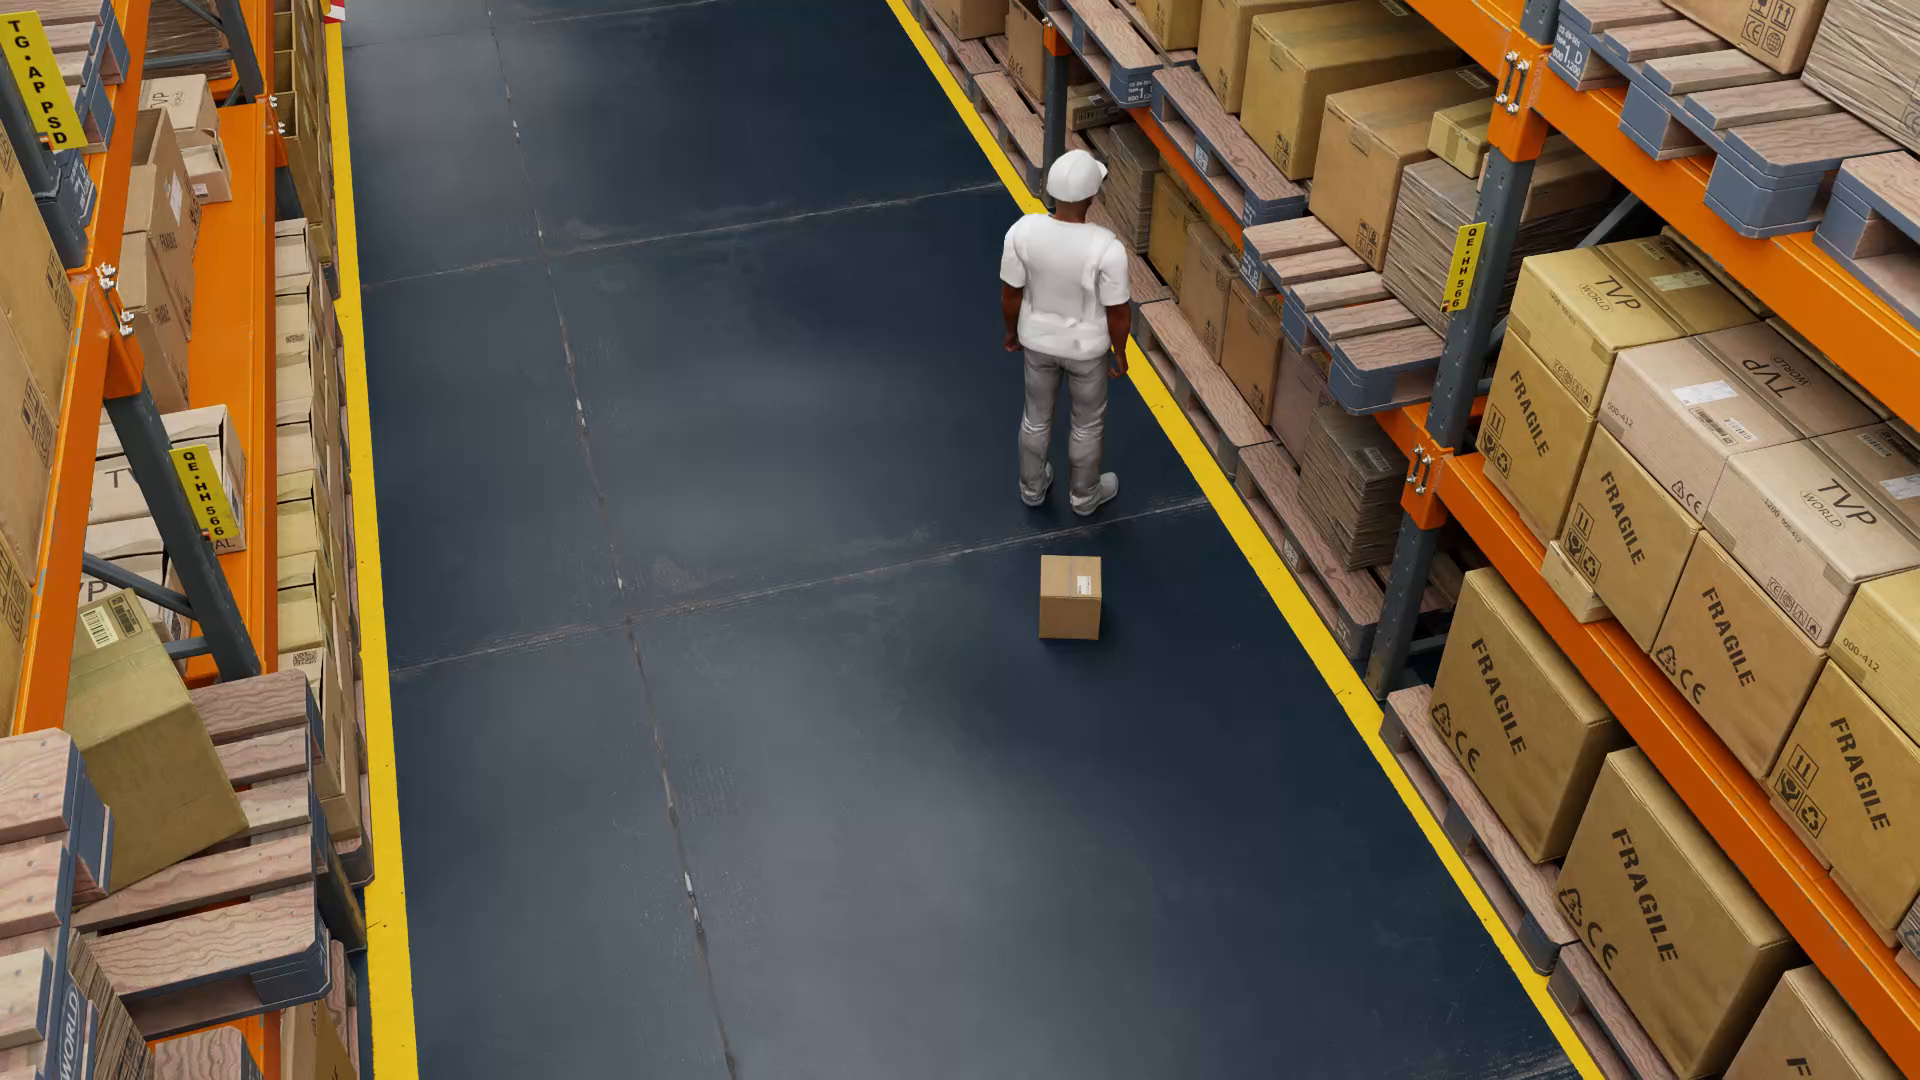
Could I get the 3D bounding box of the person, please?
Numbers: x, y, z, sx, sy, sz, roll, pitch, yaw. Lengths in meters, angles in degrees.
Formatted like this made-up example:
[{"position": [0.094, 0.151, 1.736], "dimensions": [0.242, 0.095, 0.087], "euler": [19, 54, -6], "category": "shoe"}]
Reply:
[{"position": [0.460, -0.867, 7.102], "dimensions": [0.566, 1.771, 0.372], "euler": [15, 44, 16], "category": "person"}]
